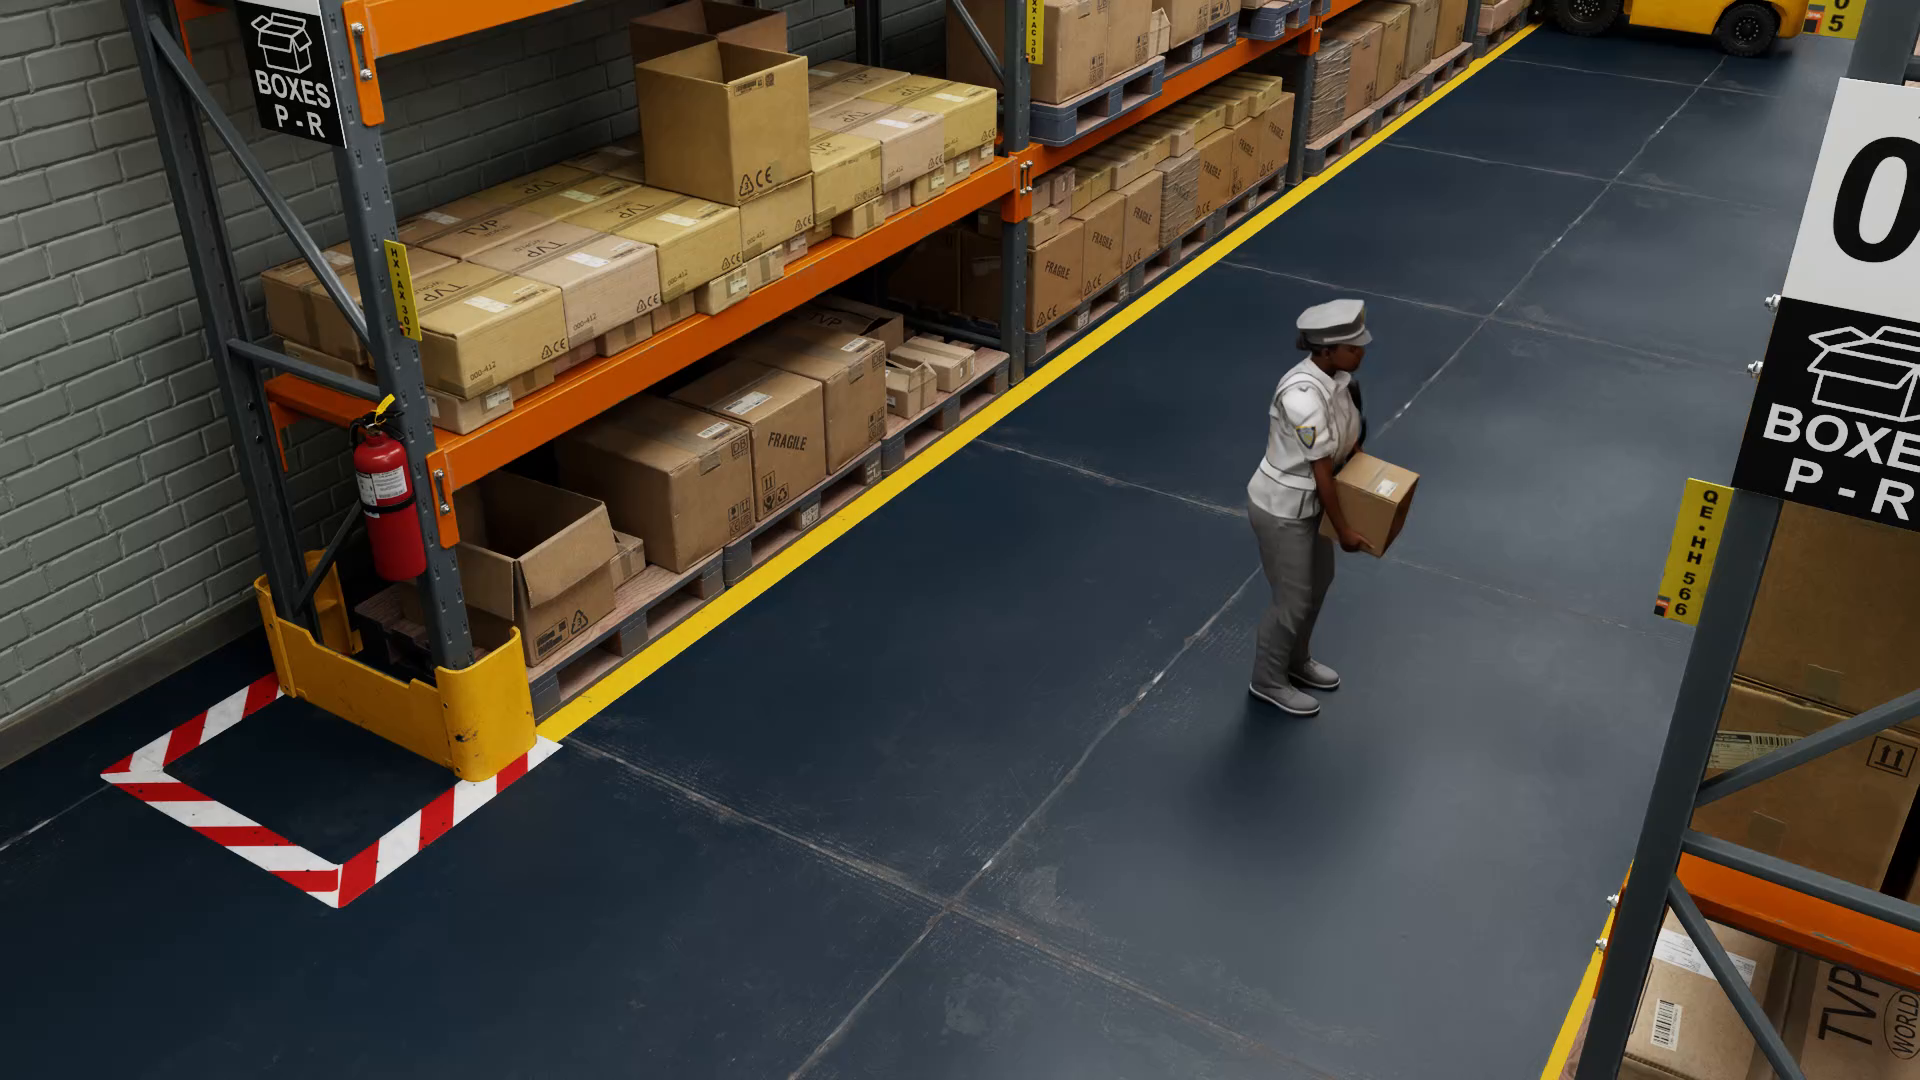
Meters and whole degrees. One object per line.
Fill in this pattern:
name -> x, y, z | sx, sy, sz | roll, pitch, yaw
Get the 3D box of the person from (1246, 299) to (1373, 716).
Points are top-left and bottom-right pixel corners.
person -> 1.365, -0.112, 6.326 | 0.533, 1.666, 0.416 | 17, 35, 26
